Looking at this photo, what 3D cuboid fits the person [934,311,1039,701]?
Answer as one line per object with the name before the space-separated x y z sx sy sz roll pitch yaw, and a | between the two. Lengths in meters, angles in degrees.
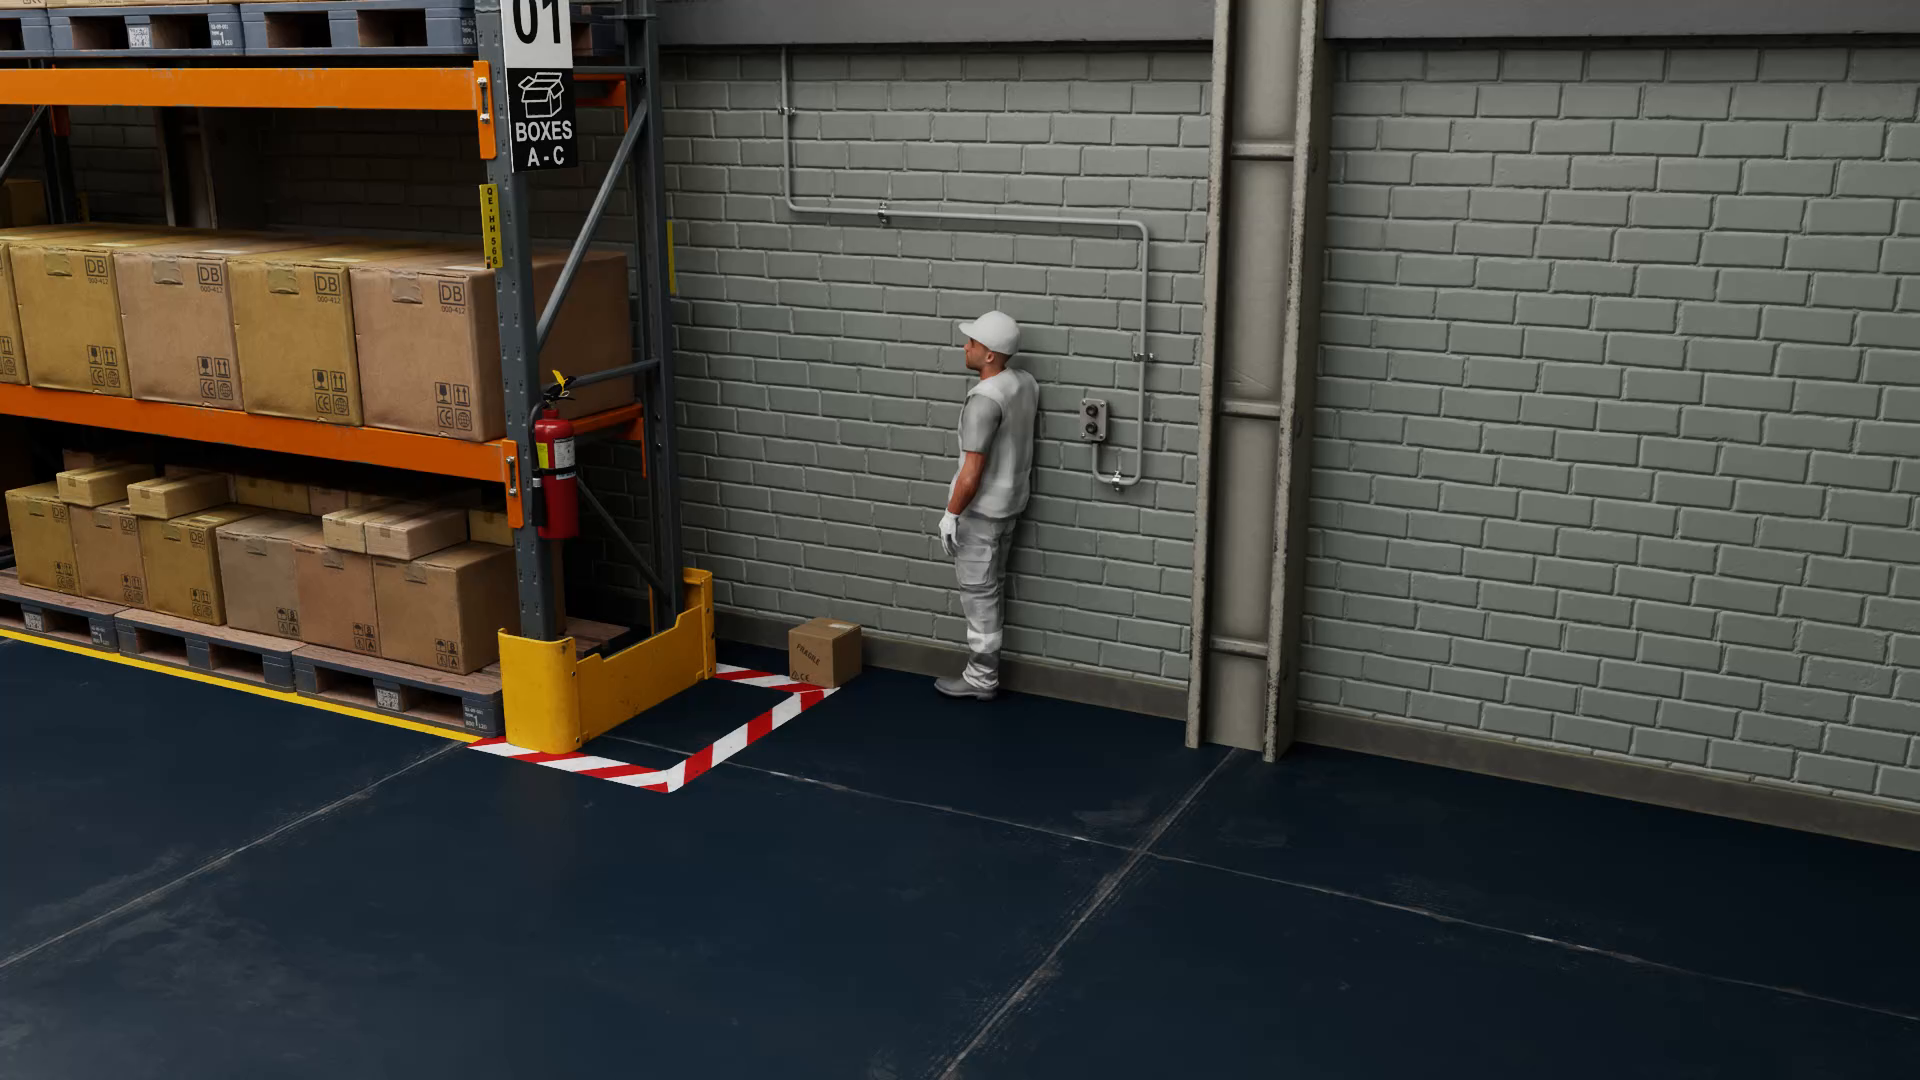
person | 0.051 -0.150 7.486 0.562 1.790 0.638 8 17 26
